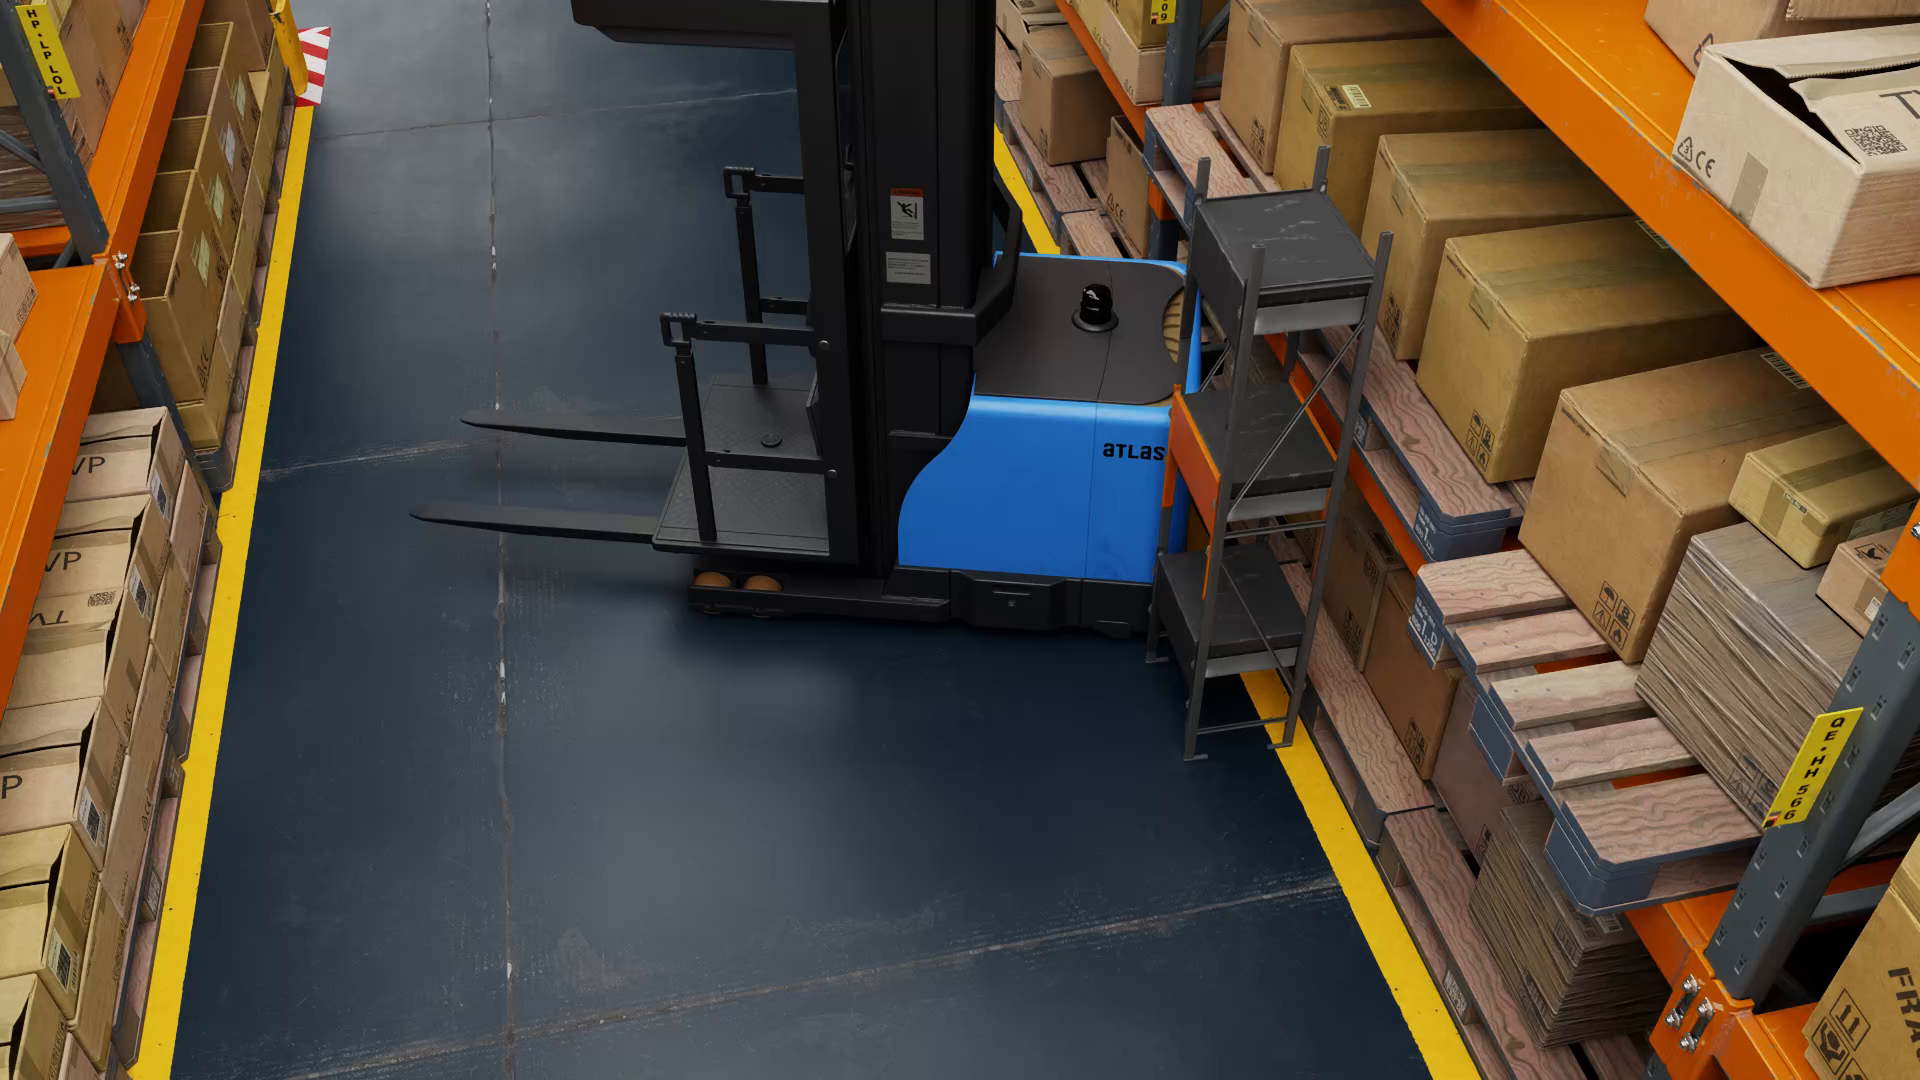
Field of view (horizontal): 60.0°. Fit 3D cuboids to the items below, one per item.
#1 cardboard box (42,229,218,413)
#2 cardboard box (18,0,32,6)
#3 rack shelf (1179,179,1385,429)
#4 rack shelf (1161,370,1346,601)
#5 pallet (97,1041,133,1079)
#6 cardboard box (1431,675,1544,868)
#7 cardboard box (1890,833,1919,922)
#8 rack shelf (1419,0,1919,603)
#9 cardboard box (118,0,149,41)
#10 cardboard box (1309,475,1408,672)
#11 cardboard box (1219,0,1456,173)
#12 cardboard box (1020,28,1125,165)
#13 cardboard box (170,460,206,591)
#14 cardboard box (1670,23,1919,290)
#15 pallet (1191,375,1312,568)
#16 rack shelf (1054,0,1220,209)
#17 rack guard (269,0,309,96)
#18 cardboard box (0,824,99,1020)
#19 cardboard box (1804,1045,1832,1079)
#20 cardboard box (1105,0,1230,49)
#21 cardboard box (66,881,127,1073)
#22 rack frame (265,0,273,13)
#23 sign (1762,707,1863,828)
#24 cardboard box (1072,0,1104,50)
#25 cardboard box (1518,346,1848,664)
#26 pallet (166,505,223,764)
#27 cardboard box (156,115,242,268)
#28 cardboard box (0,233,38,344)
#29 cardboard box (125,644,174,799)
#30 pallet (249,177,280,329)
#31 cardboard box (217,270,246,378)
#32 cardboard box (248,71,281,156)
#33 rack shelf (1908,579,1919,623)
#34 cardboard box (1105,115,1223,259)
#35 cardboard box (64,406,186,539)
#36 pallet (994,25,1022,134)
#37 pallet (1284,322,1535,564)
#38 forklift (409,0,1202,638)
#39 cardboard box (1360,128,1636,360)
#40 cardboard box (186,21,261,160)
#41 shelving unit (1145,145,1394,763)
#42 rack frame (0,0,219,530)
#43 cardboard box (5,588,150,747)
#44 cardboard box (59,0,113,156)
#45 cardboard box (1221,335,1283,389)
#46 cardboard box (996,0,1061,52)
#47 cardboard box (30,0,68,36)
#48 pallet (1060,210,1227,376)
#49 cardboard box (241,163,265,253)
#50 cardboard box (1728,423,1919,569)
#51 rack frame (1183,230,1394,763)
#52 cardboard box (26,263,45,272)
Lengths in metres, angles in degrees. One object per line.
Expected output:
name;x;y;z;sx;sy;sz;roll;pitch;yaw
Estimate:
cardboard box;-3.334;-0.876;6.668;0.500;0.500;0.500;-8;42;-9
cardboard box;-3.642;-1.931;5.613;0.700;0.500;0.500;-8;42;-9
rack shelf;0.938;-0.702;4.925;0.431;0.518;0.480;-7;42;-8
rack shelf;0.938;-0.179;5.390;0.431;0.518;0.480;-7;42;-8
pallet;-2.816;1.975;4.366;1.003;0.211;1.213;-8;42;-9
cardboard box;1.956;0.719;5.232;0.700;0.500;0.500;-8;42;-9
cardboard box;2.012;0.672;2.854;0.500;0.250;0.500;-7;42;-8
rack shelf;1.728;-1.390;4.339;1.077;0.370;4.000;-8;42;-9
cardboard box;-3.978;-2.444;7.169;0.700;0.500;0.500;-7;42;-8
cardboard box;1.702;0.075;5.957;0.700;0.500;0.500;-8;42;-9
cardboard box;1.373;-1.701;6.000;0.700;0.500;0.500;-8;42;-9
cardboard box;0.727;-2.343;8.681;0.700;0.500;0.500;-11;43;-12
cardboard box;-3.167;-0.023;6.271;0.500;0.250;0.500;-9;42;-10
cardboard box;1.740;-0.765;3.145;0.500;0.311;0.500;-8;42;-9
pallet;1.466;-0.287;6.914;1.003;0.211;1.213;-8;42;-9
rack shelf;0.864;-2.861;8.256;1.077;0.370;4.000;-8;42;-9
rack guard;-4.409;-2.795;9.522;1.175;0.500;0.348;-8;42;-9
cardboard box;-2.732;1.081;4.605;0.500;0.311;0.500;-9;42;-10
cardboard box;2.004;1.092;3.434;0.380;0.149;0.250;-9;42;-10
cardboard box;0.892;-2.328;6.646;0.500;0.500;0.500;-8;42;-9
cardboard box;-2.730;1.299;4.782;0.500;0.250;0.500;-9;42;-10
rack frame;-4.403;-3.714;8.675;1.000;3.000;0.127;-8;42;-9
sign;1.632;0.439;3.183;0.100;0.325;0.005;-8;42;-9
cardboard box;0.798;-2.373;7.262;0.500;0.250;0.500;-8;42;-9
cardboard box;1.901;-0.105;4.202;0.700;0.500;0.500;-12;43;-13
pallet;-3.343;0.393;6.148;1.003;0.211;1.213;-8;42;-9
cardboard box;-3.550;-1.524;7.398;0.500;0.500;0.500;-8;42;-9
cardboard box;-3.391;-0.753;5.451;0.500;0.250;0.500;-6;42;-7
cardboard box;-2.949;0.637;5.528;0.500;0.250;0.500;-7;42;-8
pallet;-3.938;-1.393;8.160;1.003;0.211;1.213;-8;42;-9
cardboard box;-3.447;-0.919;7.281;0.500;0.250;0.500;-8;42;-9
cardboard box;-3.879;-2.216;8.741;0.500;0.250;0.500;-8;42;-9
rack shelf;2.591;1.203;1.418;1.077;0.370;4.000;-8;42;-9
cardboard box;1.033;-1.731;7.992;0.500;0.500;0.500;-11;43;-12
cardboard box;-3.173;-0.239;6.092;0.500;0.311;0.500;-8;42;-9
pallet;0.590;-2.803;9.749;1.003;0.211;1.213;-8;42;-9
pallet;1.692;-0.447;5.138;1.003;0.211;1.213;-8;42;-9
forklift;-0.623;-1.141;5.828;3.031;2.935;1.130;4;42;5
cardboard box;1.659;-0.915;5.115;0.700;0.500;0.500;-3;42;-3
cardboard box;-3.767;-2.173;8.128;0.500;0.500;0.500;-8;42;-9
shelving unit;0.938;-0.189;5.381;0.431;2.100;0.503;-7;42;-8
rack frame;-3.540;-1.122;5.754;1.000;3.000;0.127;-8;42;-9
cardboard box;-2.949;0.421;5.348;0.500;0.311;0.500;-8;42;-9
cardboard box;-3.762;-1.787;6.428;0.700;0.500;0.500;-9;42;-10
cardboard box;1.471;-0.589;6.705;0.700;0.500;0.500;-7;42;-8
cardboard box;0.494;-3.124;9.704;0.500;0.311;0.500;-13;43;-14
cardboard box;-3.521;-1.933;6.105;0.380;0.149;0.250;-9;42;-10
pallet;1.117;-1.221;7.967;1.003;0.211;1.213;-8;42;-9
cardboard box;-3.664;-1.567;8.011;0.500;0.250;0.500;-8;42;-9
cardboard box;1.972;-0.111;3.721;0.380;0.149;0.250;-15;44;-16
rack frame;0.985;-0.030;5.202;0.400;2.100;0.015;-7;42;-8
cardboard box;-3.950;-1.126;6.949;0.500;0.500;0.500;-8;42;-9
